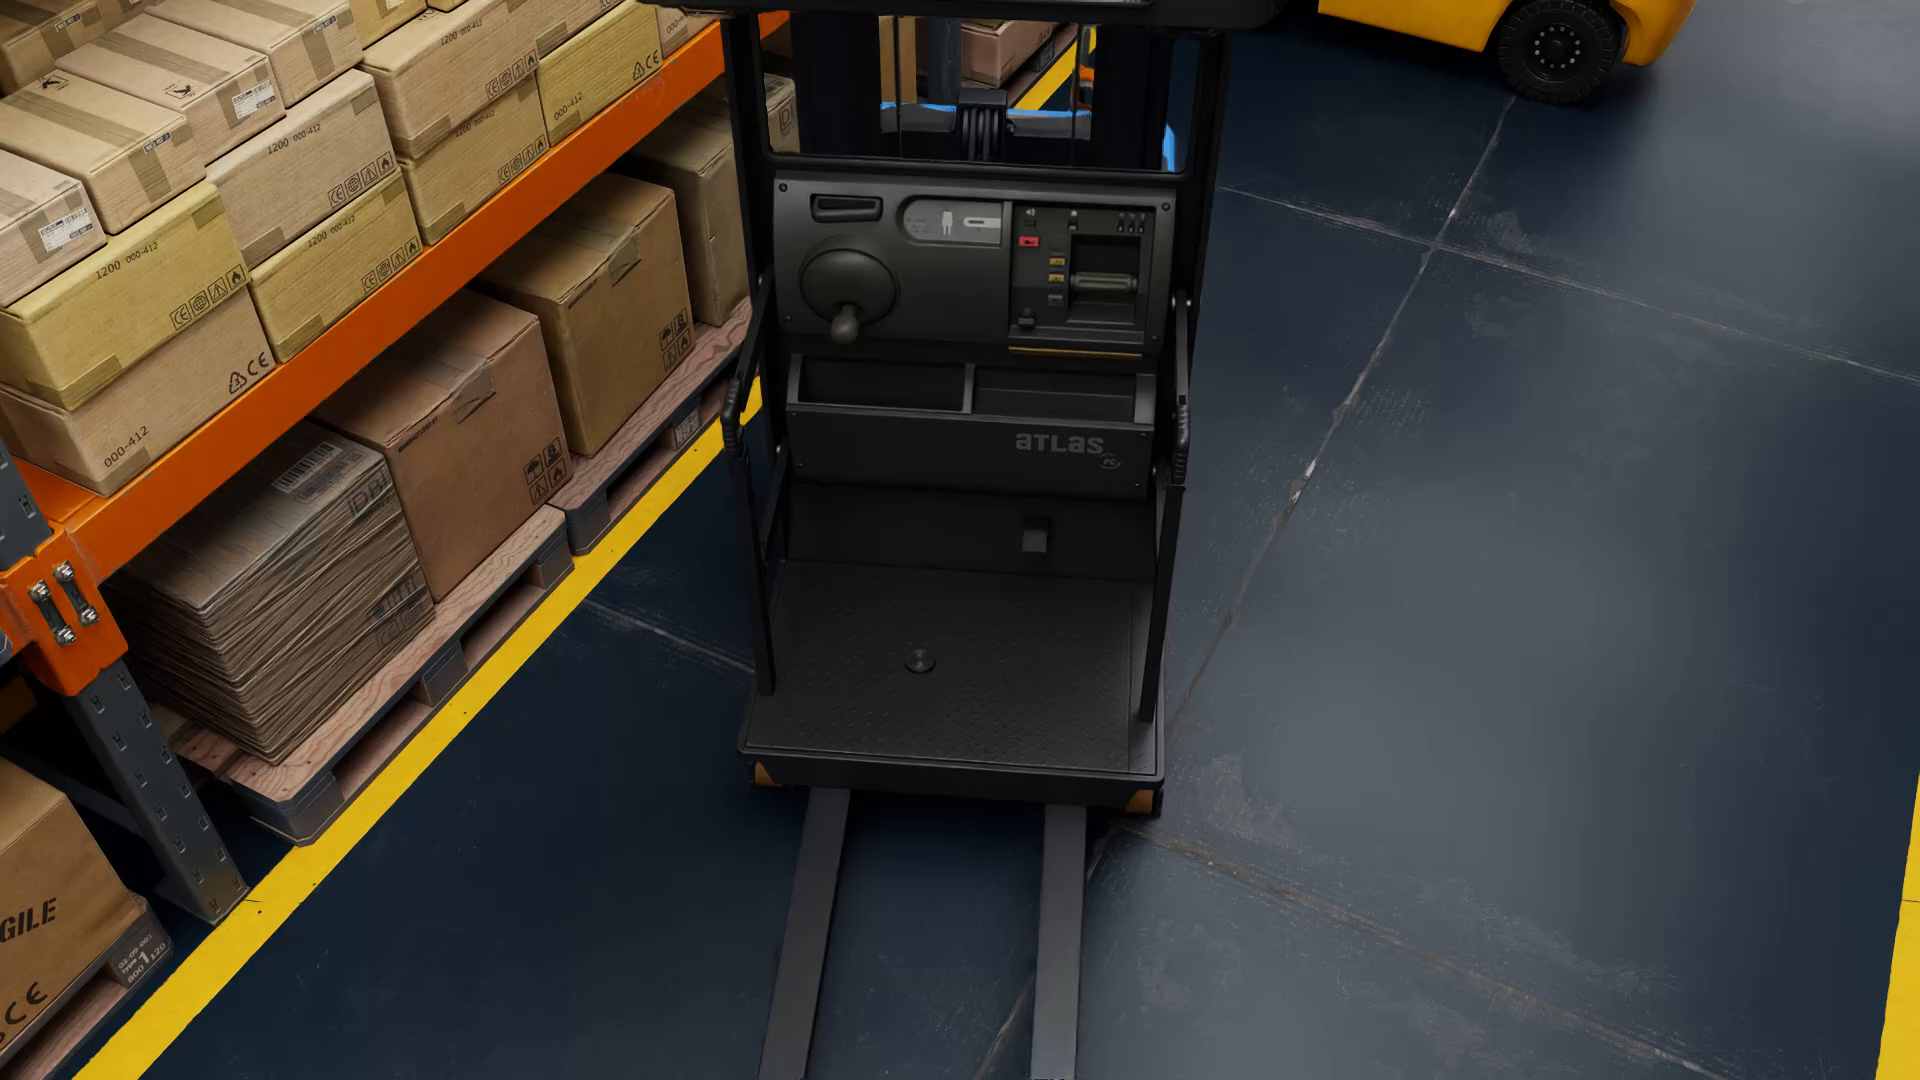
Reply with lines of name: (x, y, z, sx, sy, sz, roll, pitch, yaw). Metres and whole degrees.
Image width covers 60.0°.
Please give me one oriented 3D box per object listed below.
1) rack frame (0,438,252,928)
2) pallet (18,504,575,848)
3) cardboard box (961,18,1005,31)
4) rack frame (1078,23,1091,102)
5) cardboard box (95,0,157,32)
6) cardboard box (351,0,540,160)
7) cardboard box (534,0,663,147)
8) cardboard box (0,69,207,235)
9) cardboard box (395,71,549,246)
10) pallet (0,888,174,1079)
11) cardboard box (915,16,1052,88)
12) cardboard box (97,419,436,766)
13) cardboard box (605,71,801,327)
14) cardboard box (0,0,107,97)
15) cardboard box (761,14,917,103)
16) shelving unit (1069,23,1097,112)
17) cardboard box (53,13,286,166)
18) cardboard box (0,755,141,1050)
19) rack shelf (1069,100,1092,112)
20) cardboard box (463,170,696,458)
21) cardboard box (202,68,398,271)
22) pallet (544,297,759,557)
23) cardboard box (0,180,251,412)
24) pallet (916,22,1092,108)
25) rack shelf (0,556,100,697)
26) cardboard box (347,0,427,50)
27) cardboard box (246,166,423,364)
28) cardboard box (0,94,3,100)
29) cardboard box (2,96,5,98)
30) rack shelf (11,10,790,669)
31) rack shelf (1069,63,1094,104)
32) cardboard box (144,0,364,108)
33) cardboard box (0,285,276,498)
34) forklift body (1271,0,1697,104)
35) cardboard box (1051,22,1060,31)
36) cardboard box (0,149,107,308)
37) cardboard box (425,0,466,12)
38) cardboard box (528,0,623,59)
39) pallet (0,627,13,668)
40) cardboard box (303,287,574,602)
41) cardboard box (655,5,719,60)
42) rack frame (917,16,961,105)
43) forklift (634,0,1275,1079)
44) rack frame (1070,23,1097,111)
rack frame: (-2.322, -0.263, 3.401, 1.000, 3.000, 0.127, 20, 49, 19)
pallet: (-1.905, 0.211, 4.893, 1.003, 0.211, 1.213, 20, 49, 19)
cardboard box: (0.033, -2.343, 6.743, 0.500, 0.250, 0.500, 20, 49, 19)
rack frame: (0.495, -1.244, 5.681, 0.240, 1.200, 0.006, 8, 27, 8)
cardboard box: (-2.101, -1.321, 3.920, 0.380, 0.149, 0.250, 20, 49, 18)
cardboard box: (-1.407, -1.224, 4.105, 0.500, 0.250, 0.500, 19, 48, 18)
cardboard box: (-1.187, -1.378, 4.608, 0.500, 0.250, 0.500, 22, 49, 20)
cardboard box: (-1.791, -0.799, 3.404, 0.380, 0.149, 0.250, 21, 49, 20)
cardboard box: (-1.429, -1.051, 4.286, 0.500, 0.250, 0.500, 19, 48, 18)
pallet: (-2.702, 1.175, 3.941, 1.003, 0.211, 1.213, 20, 49, 19)
cardboard box: (0.053, -2.160, 6.913, 0.500, 0.250, 0.500, 21, 49, 19)
cardboard box: (-2.020, 0.035, 4.480, 0.875, 0.625, 0.625, 22, 49, 20)
cardboard box: (-1.065, -1.277, 5.778, 0.875, 0.625, 0.625, 20, 49, 19)
cardboard box: (-2.154, -1.143, 3.744, 0.380, 0.149, 0.250, 20, 49, 19)
cardboard box: (-0.698, -1.764, 6.258, 0.875, 0.625, 0.625, 23, 50, 21)
shelving unit: (0.478, -1.205, 5.600, 0.258, 1.200, 0.189, 8, 27, 8)
cardboard box: (-1.694, -0.969, 3.572, 0.380, 0.149, 0.250, 22, 49, 20)
cardboard box: (-2.328, 0.805, 3.808, 0.500, 0.500, 0.500, 22, 49, 20)
rack shelf: (0.491, -1.380, 5.513, 0.258, 0.103, 0.180, 8, 27, 8)
cardboard box: (-1.412, -0.803, 5.309, 0.875, 0.625, 0.625, 19, 48, 17)
cardboard box: (-1.666, -0.900, 3.785, 0.500, 0.250, 0.500, 22, 49, 20)
pallet: (-1.338, -0.555, 5.650, 1.003, 0.211, 1.213, 20, 49, 19)
cardboard box: (-1.878, -0.577, 3.465, 0.500, 0.250, 0.500, 20, 49, 19)
pallet: (-0.059, -2.290, 7.365, 1.003, 0.211, 1.213, 20, 49, 19)
rack shelf: (-3.251, 1.250, 2.412, 1.077, 0.370, 4.000, 20, 49, 19)
cardboard box: (-1.494, -1.306, 3.905, 0.380, 0.149, 0.250, 21, 49, 19)
cardboard box: (-1.662, -0.725, 3.963, 0.500, 0.250, 0.500, 19, 48, 18)
cardboard box: (-2.328, -1.000, 3.603, 0.380, 0.149, 0.250, 22, 49, 20)
cardboard box: (-2.124, -1.084, 3.966, 0.500, 0.250, 0.500, 21, 49, 19)
rack shelf: (-1.394, -1.270, 4.902, 1.077, 0.370, 4.000, 20, 49, 19)
rack shelf: (0.499, -1.487, 5.460, 0.258, 0.103, 0.180, 8, 27, 8)
cardboard box: (-1.584, -1.138, 3.739, 0.380, 0.149, 0.250, 21, 49, 19)
cardboard box: (-1.900, -0.409, 3.651, 0.500, 0.250, 0.500, 21, 49, 19)
forklift body: (2.127, -3.208, 6.908, 2.313, 2.155, 1.214, 20, 49, 19)
cardboard box: (0.275, -2.485, 7.235, 0.500, 0.250, 0.500, 19, 48, 18)
cardboard box: (-1.913, -0.630, 3.237, 0.380, 0.149, 0.250, 22, 49, 20)
cardboard box: (-1.323, -1.447, 4.044, 0.380, 0.149, 0.250, 21, 49, 20)
cardboard box: (-1.193, -1.554, 4.431, 0.500, 0.250, 0.500, 21, 49, 20)
pallet: (-2.575, 0.254, 3.025, 1.213, 0.211, 1.003, 20, 49, 19)
cardboard box: (-1.724, -0.379, 4.890, 0.875, 0.625, 0.625, 22, 49, 20)
cardboard box: (-0.954, -1.705, 4.932, 0.500, 0.250, 0.500, 21, 49, 19)
rack frame: (-0.465, -2.783, 5.892, 1.000, 3.000, 0.127, 20, 49, 19)
forklift: (0.012, -0.546, 3.729, 1.130, 2.935, 3.031, 4, 45, 4)
rack frame: (0.461, -1.166, 5.519, 0.240, 1.200, 0.006, 8, 27, 8)
